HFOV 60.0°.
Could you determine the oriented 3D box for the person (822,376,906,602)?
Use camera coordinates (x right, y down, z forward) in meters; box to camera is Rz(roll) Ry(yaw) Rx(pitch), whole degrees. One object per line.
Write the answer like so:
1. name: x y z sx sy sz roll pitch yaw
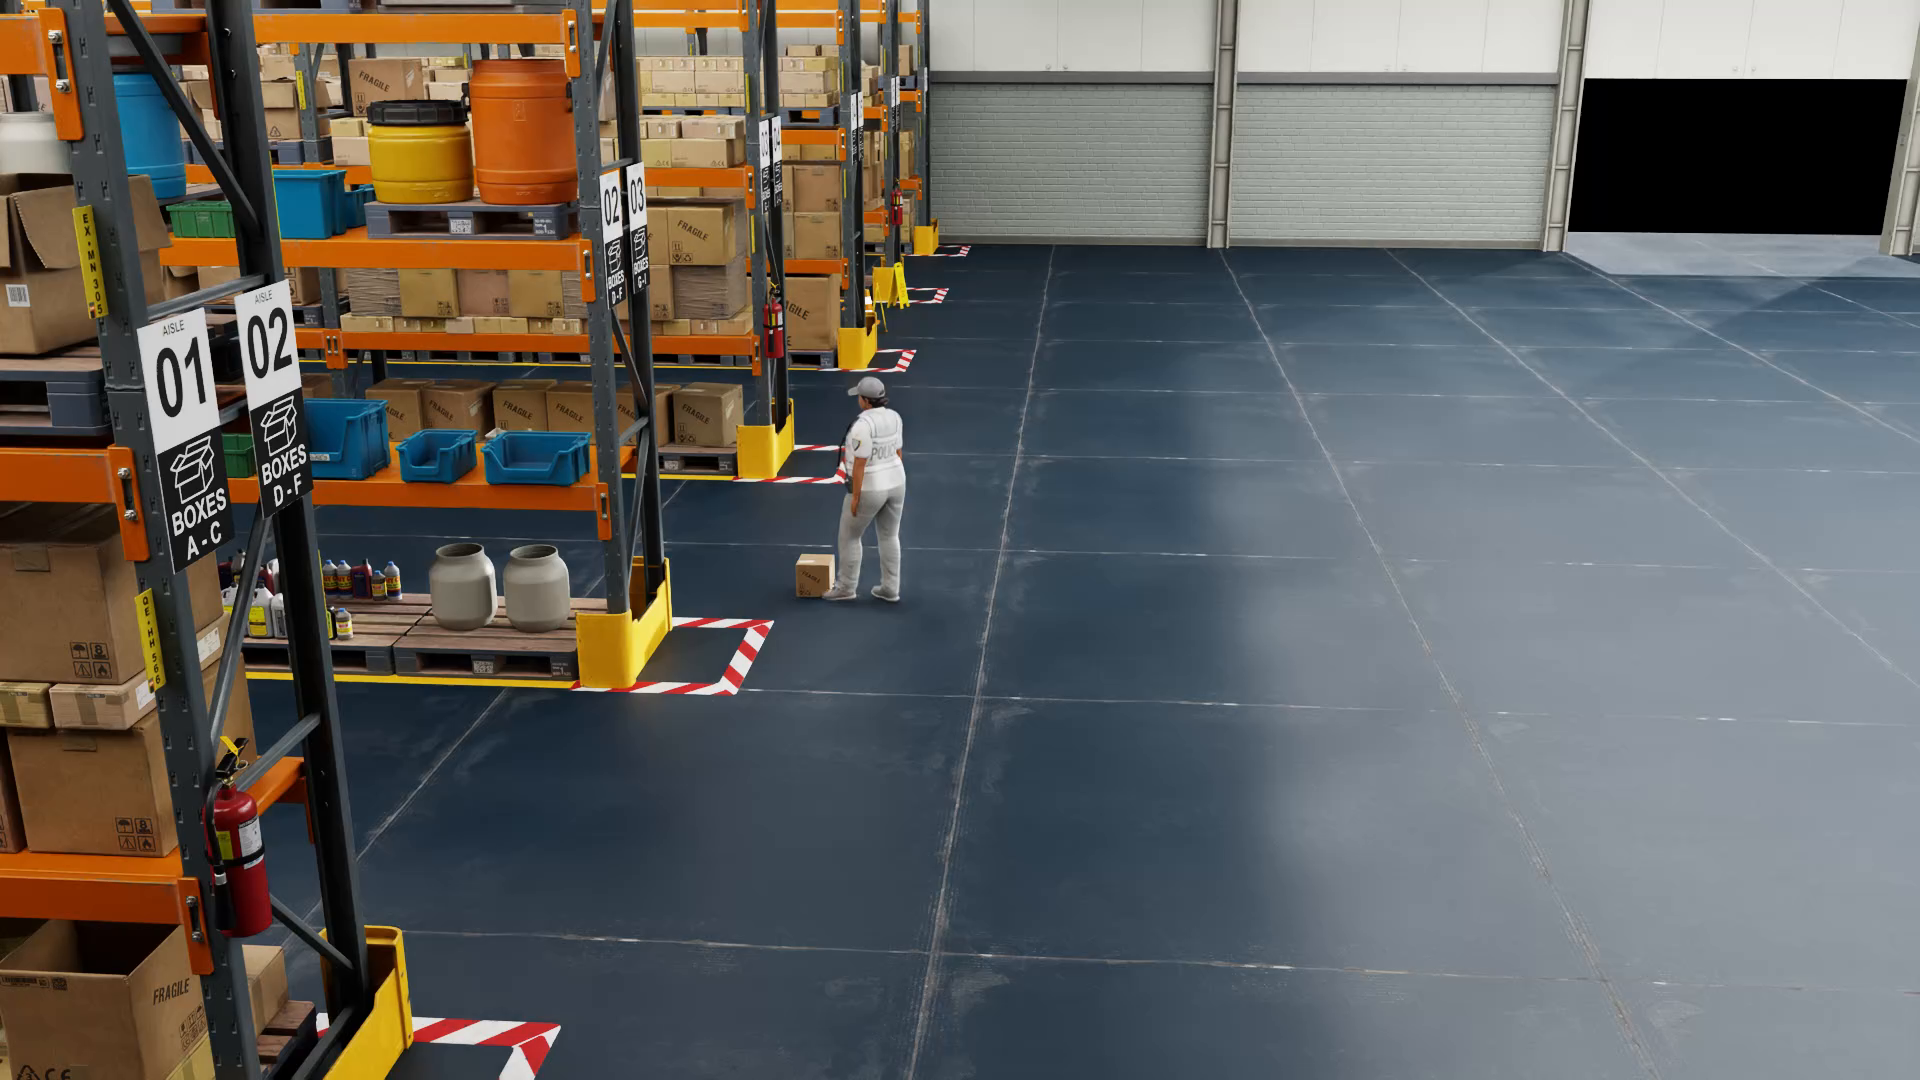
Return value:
1. person: -0.671 -0.363 11.995 0.523 1.682 0.550 -16 24 -41
